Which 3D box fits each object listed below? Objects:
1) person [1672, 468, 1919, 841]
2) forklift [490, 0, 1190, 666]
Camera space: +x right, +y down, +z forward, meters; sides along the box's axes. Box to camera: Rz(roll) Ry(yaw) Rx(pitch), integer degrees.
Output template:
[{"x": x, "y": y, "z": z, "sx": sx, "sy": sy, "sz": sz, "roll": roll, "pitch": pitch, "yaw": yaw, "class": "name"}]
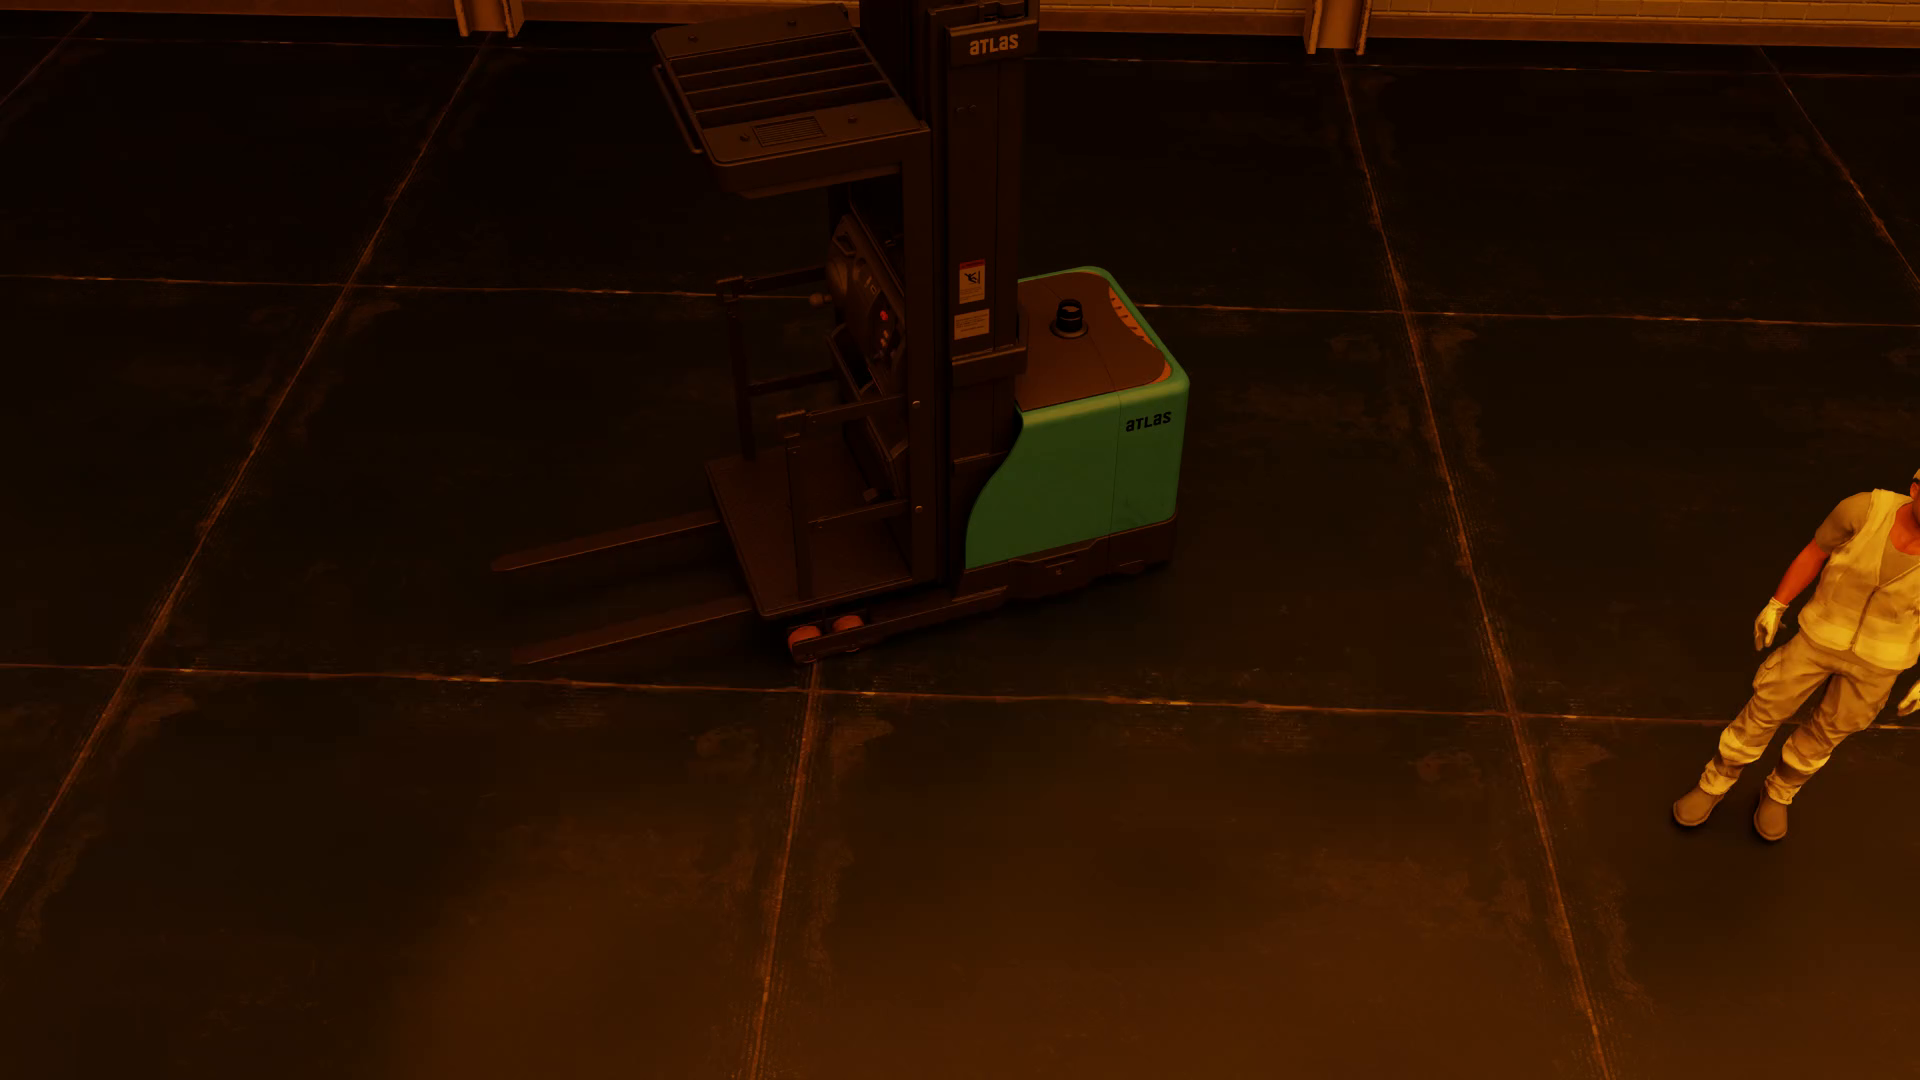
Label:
[{"x": 3.238, "y": 0.437, "z": 6.100, "sx": 0.638, "sy": 1.789, "sz": 0.563, "roll": 25, "pitch": 48, "yaw": 25, "class": "person"}, {"x": -0.573, "y": -0.945, "z": 6.778, "sx": 3.031, "sy": 2.935, "sz": 1.130, "roll": -13, "pitch": 44, "yaw": -14, "class": "forklift"}]
